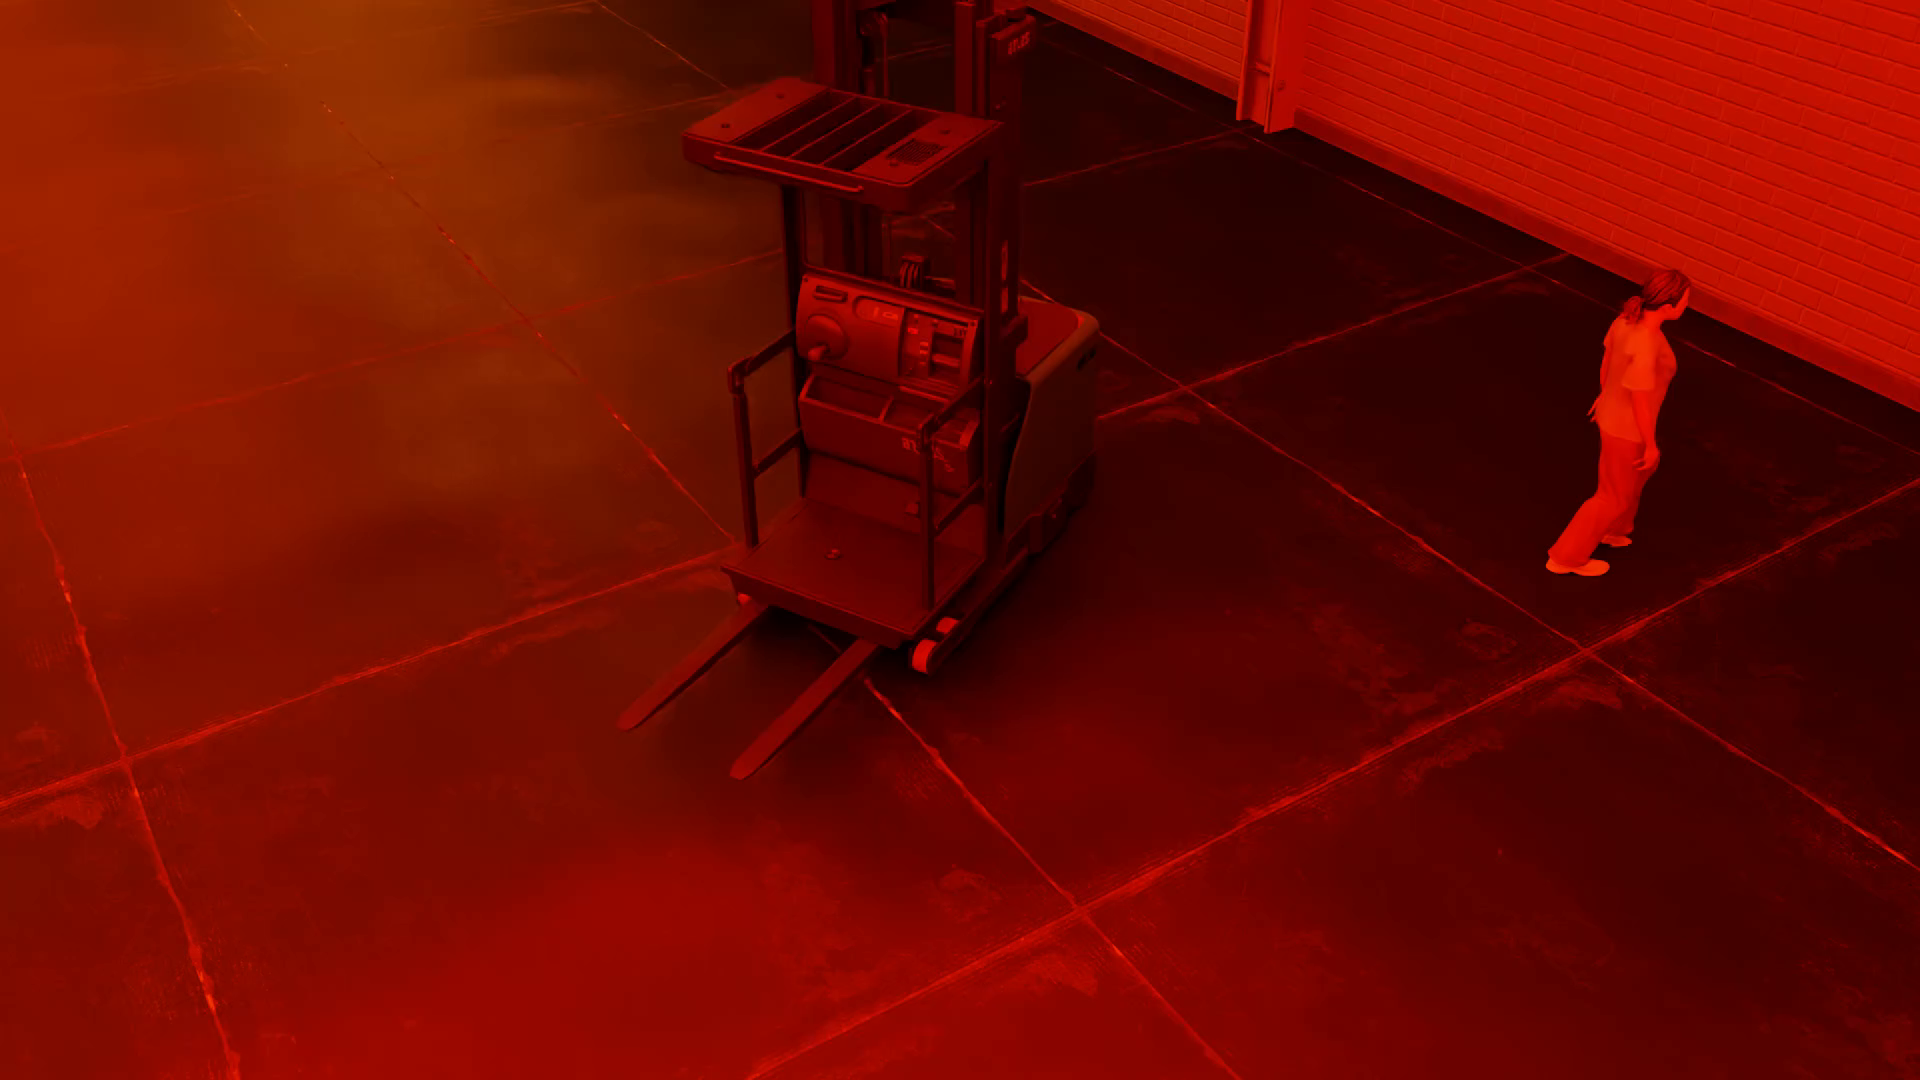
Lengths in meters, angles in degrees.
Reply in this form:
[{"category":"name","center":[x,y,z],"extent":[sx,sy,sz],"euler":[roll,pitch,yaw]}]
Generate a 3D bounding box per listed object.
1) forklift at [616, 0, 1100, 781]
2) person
[{"category":"forklift","center":[-0.442,-0.871,7.388],"extent":[1.130,2.935,3.031],"euler":[18,39,24]},{"category":"person","center":[3.257,-0.529,8.065],"extent":[0.529,1.710,0.561],"euler":[3,35,5]}]
